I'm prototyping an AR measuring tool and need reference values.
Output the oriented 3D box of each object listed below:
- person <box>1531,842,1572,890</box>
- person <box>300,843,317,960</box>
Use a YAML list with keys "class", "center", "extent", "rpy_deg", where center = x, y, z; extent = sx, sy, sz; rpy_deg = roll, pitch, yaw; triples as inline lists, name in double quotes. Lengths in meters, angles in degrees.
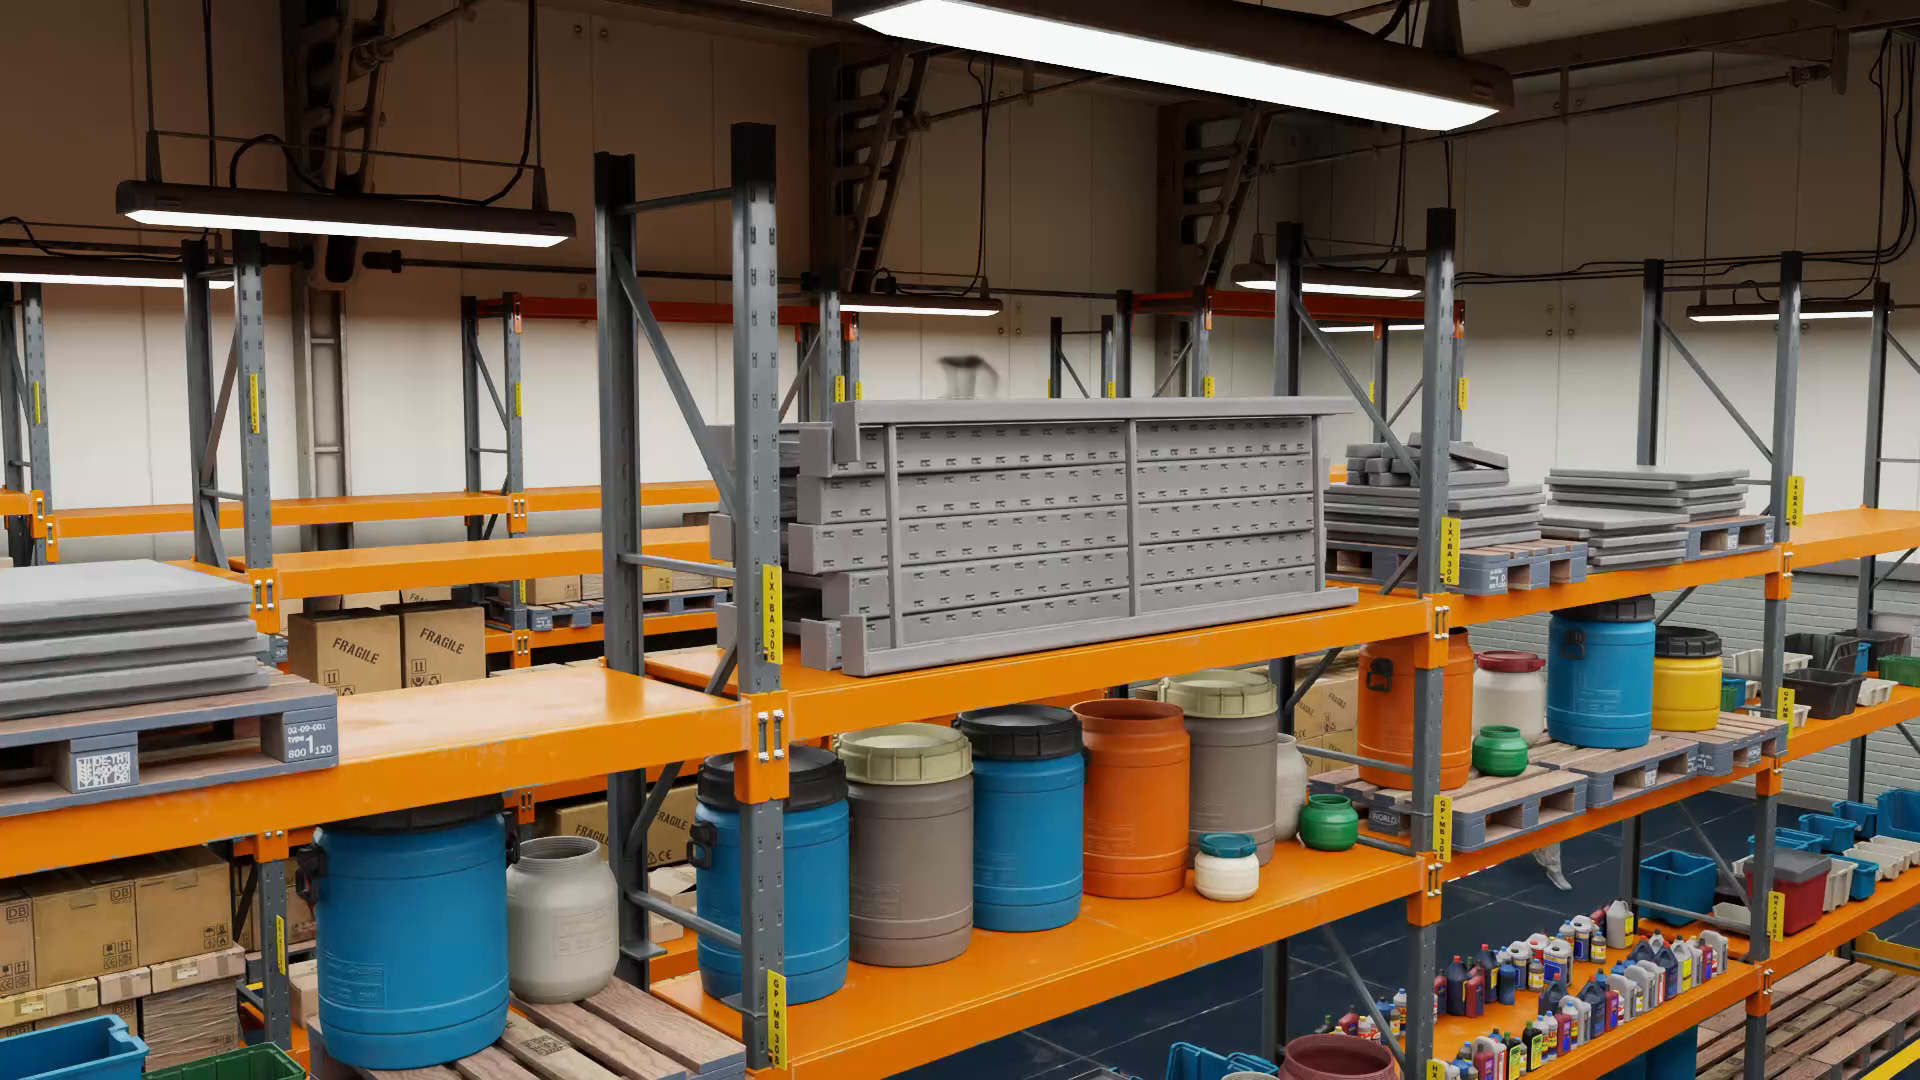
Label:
- class: "person"
  center: [6.066, 2.655, 17.314]
  extent: [0.734, 1.820, 0.879]
  rpy_deg: [-1, 6, -14]
- class: "person"
  center: [-4.850, 3.132, 13.034]
  extent: [0.655, 1.660, 0.760]
  rpy_deg: [3, 6, 32]
